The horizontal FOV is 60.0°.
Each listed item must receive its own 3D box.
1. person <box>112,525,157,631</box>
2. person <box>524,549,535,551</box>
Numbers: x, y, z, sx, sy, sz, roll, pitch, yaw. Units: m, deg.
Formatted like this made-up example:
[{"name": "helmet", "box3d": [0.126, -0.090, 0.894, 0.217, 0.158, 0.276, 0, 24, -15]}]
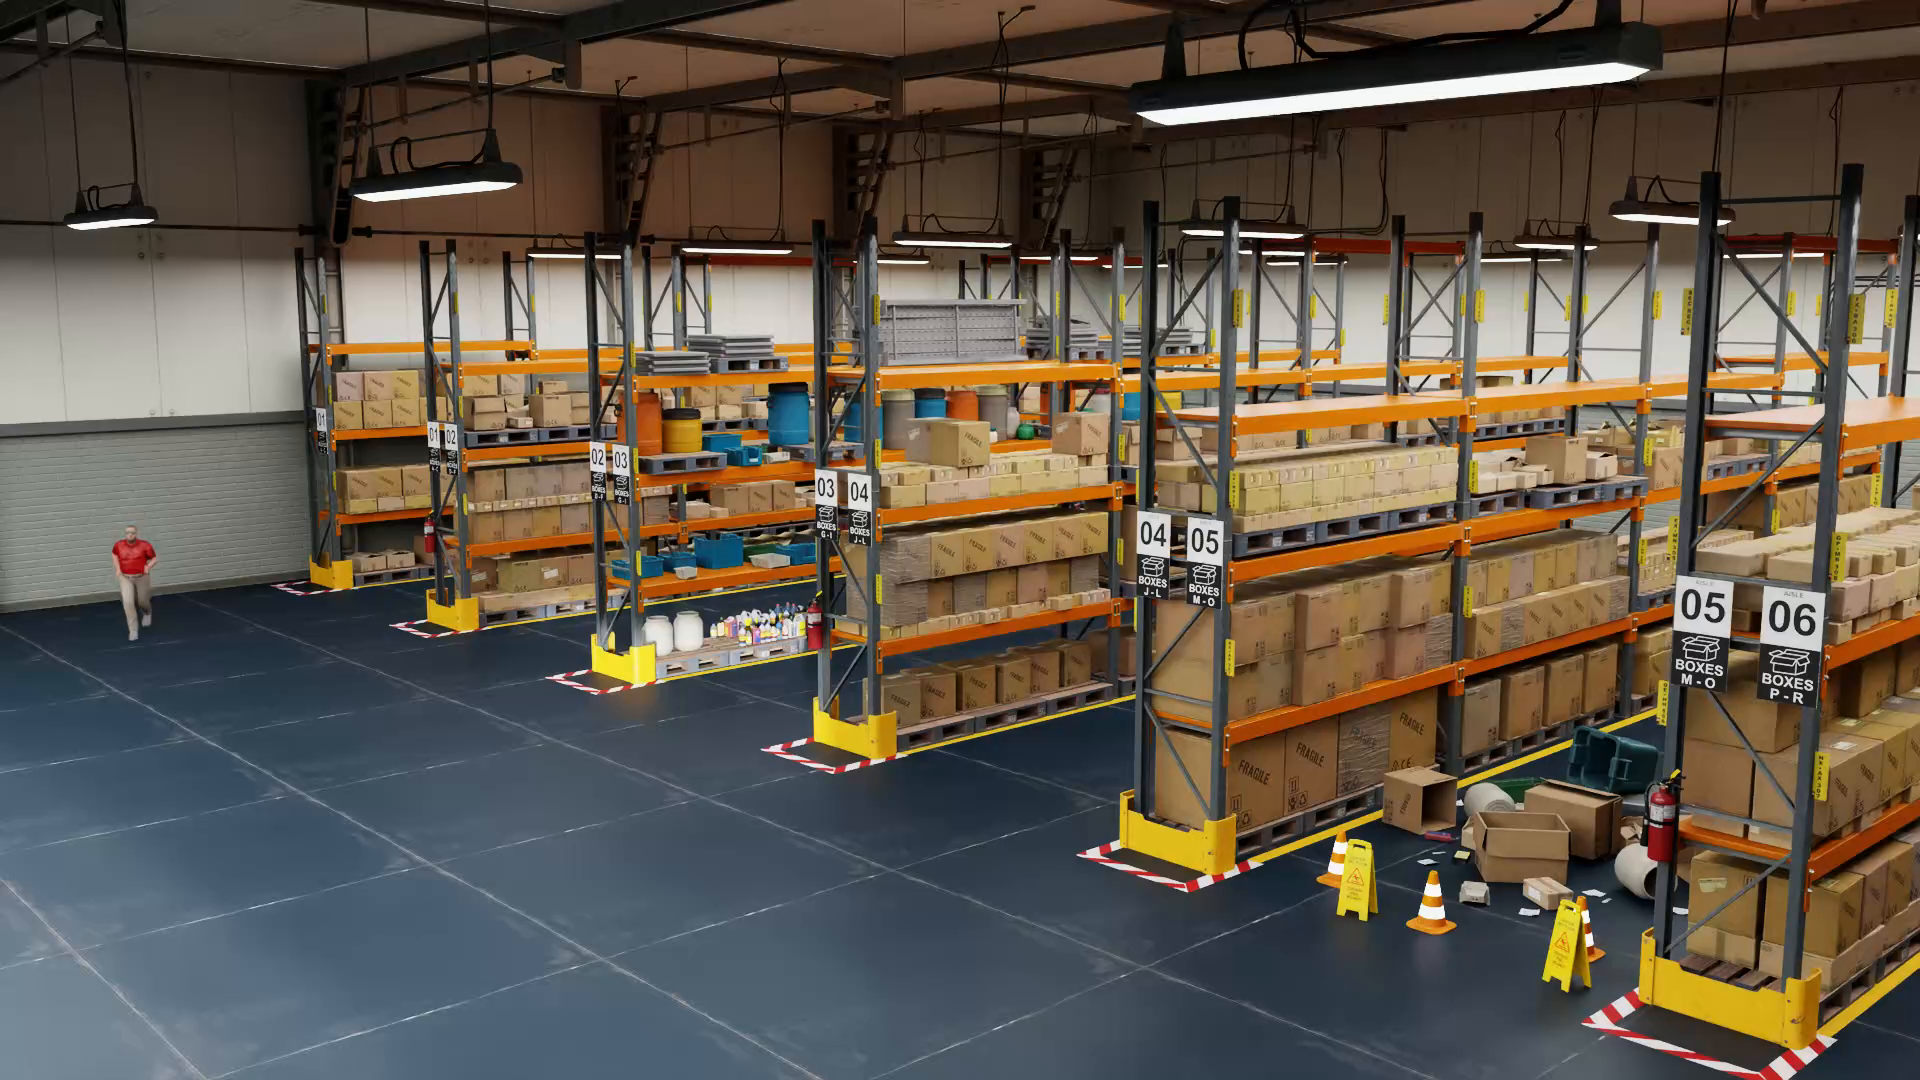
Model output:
[{"name": "person", "box3d": [-12.586, 0.564, 25.383, 0.636, 1.624, 0.884, -3, 9, -20]}, {"name": "person", "box3d": [-7.720, -0.052, 29.951, 0.701, 1.698, 0.647, 3, 9, 22]}]
